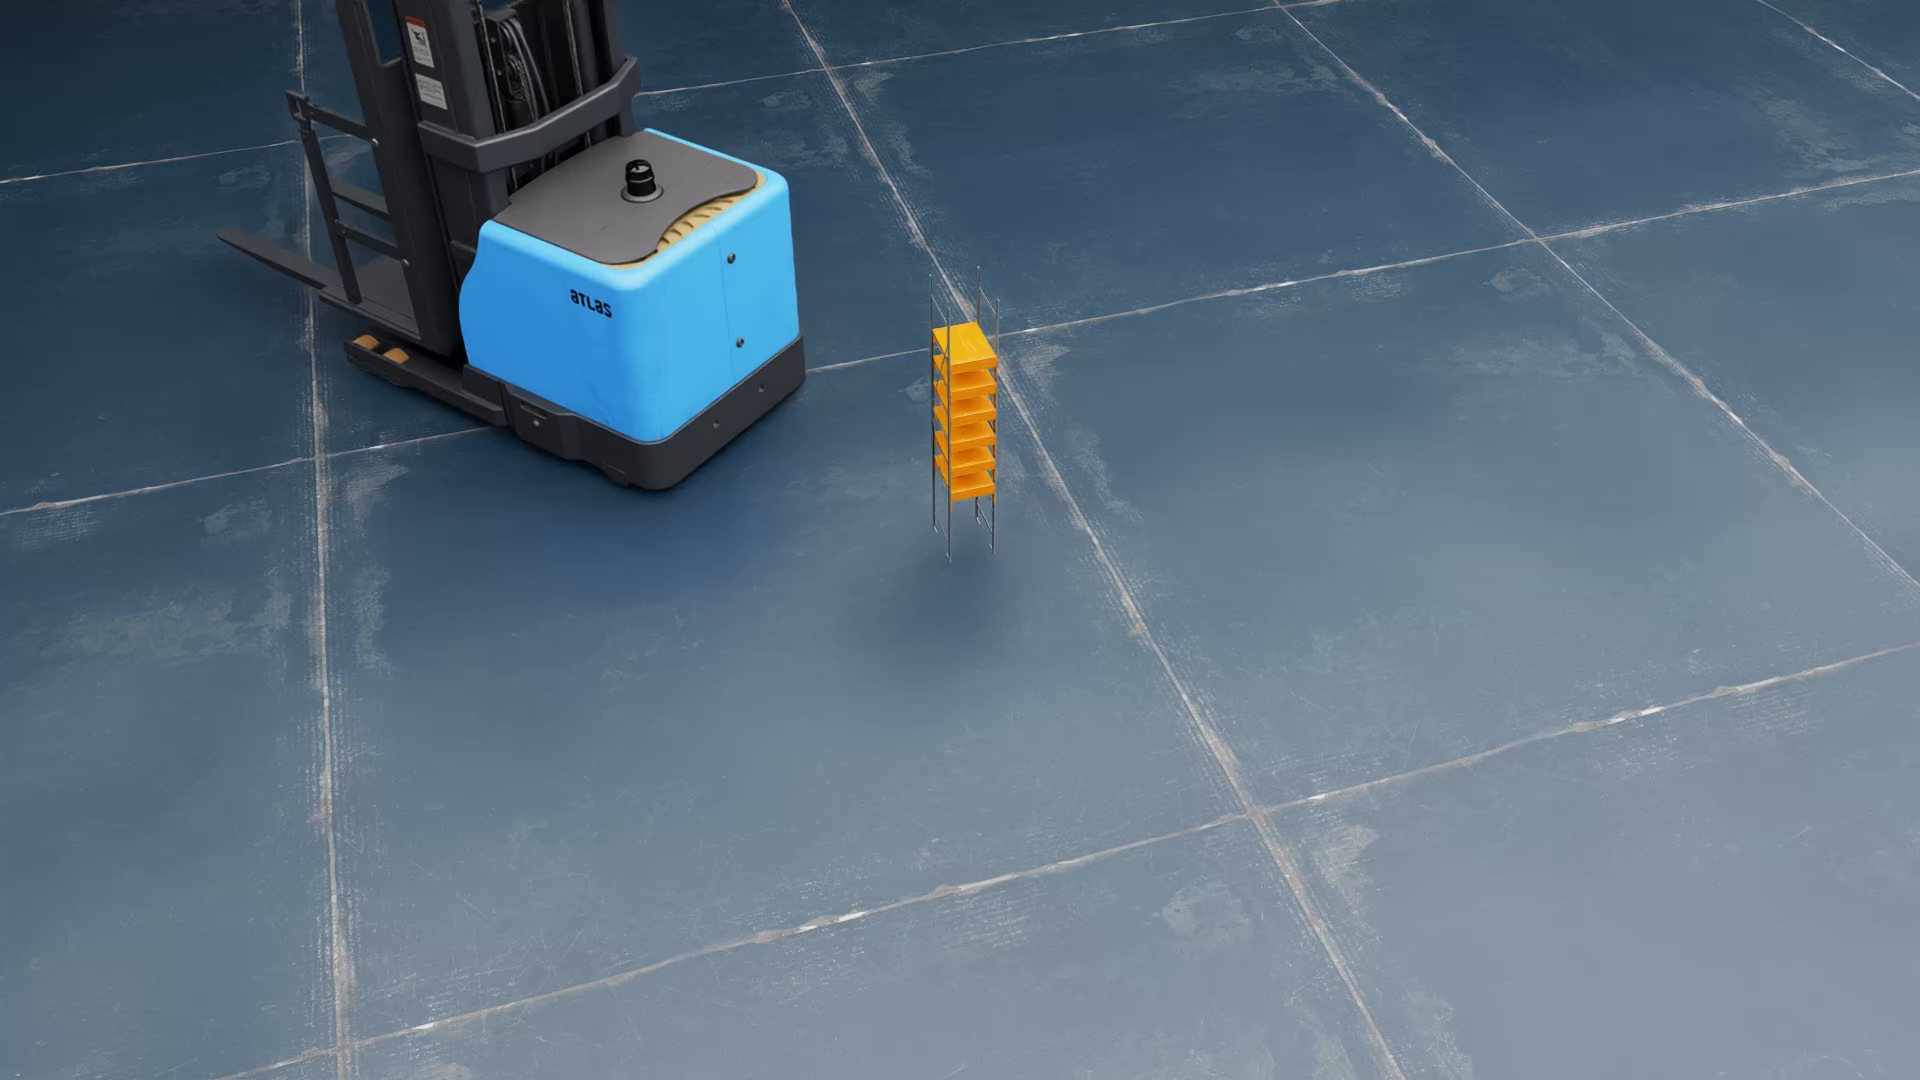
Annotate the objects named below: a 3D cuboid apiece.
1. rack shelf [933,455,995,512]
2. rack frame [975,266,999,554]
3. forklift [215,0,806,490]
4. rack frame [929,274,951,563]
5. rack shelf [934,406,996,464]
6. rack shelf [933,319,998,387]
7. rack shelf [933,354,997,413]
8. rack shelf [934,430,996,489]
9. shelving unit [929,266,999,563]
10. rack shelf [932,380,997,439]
[{"bbox_3d":[0.014,-0.241,6.546,0.180,0.103,0.258,-12,42,-13],"label":"rack shelf"},{"bbox_3d":[0.101,-0.473,6.379,0.006,1.200,0.240,-12,42,-13],"label":"rack frame"},{"bbox_3d":[-2.202,-2.070,6.892,3.031,2.935,1.130,24,46,25],"label":"forklift"},{"bbox_3d":[-0.073,-0.437,6.338,0.006,1.200,0.240,-12,42,-13],"label":"rack frame"},{"bbox_3d":[0.014,-0.421,6.388,0.180,0.103,0.258,-12,42,-13],"label":"rack shelf"},{"bbox_3d":[0.014,-0.692,6.151,0.180,0.103,0.258,-12,42,-13],"label":"rack shelf"},{"bbox_3d":[0.014,-0.602,6.230,0.180,0.103,0.258,-12,42,-13],"label":"rack shelf"},{"bbox_3d":[0.014,-0.331,6.467,0.180,0.103,0.258,-12,42,-13],"label":"rack shelf"},{"bbox_3d":[0.014,-0.455,6.359,0.189,1.200,0.258,-12,42,-13],"label":"shelving unit"},{"bbox_3d":[0.014,-0.512,6.309,0.180,0.103,0.258,-12,42,-13],"label":"rack shelf"}]
